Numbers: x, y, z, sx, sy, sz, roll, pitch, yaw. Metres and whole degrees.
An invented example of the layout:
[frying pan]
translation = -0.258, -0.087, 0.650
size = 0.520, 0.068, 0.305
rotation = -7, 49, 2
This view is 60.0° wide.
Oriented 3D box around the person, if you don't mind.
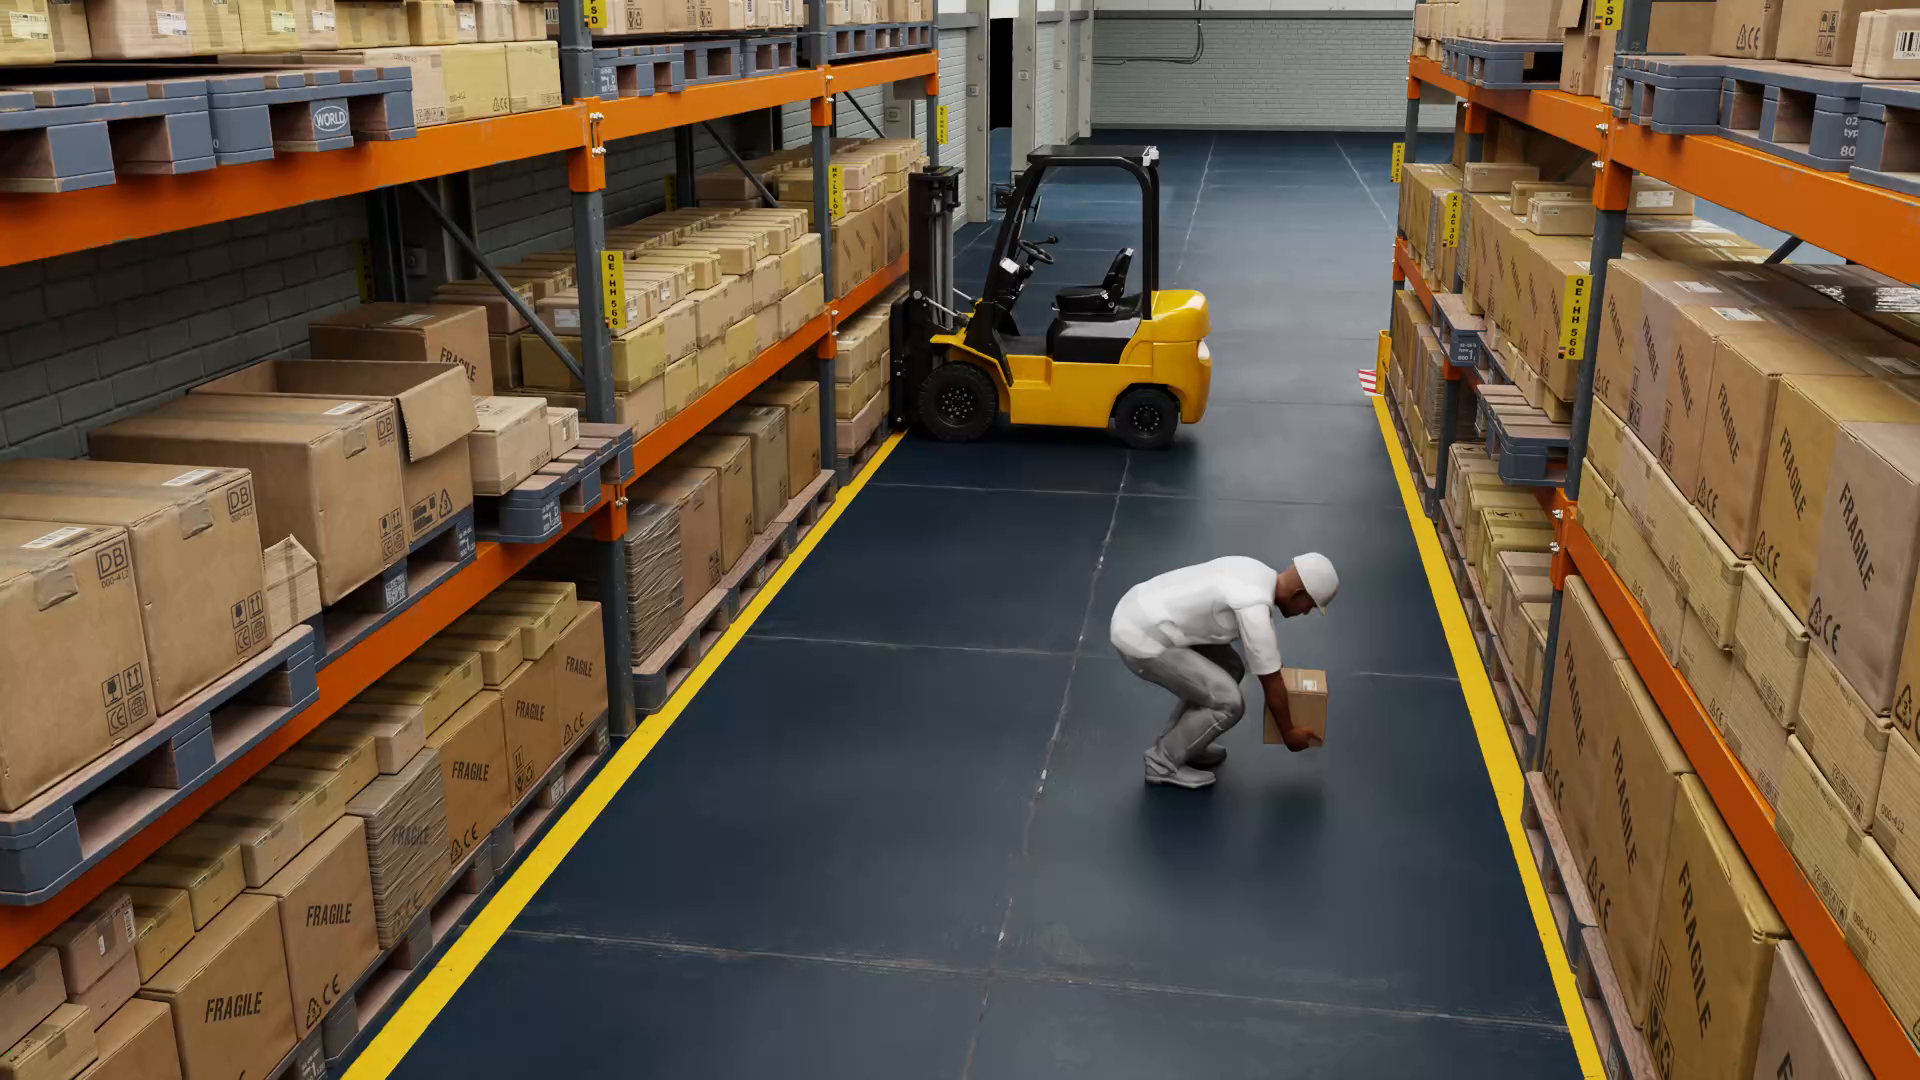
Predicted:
[person]
translation = 1.113, 0.527, 7.116
size = 0.946, 1.009, 0.529
rotation = 2, 18, 7
